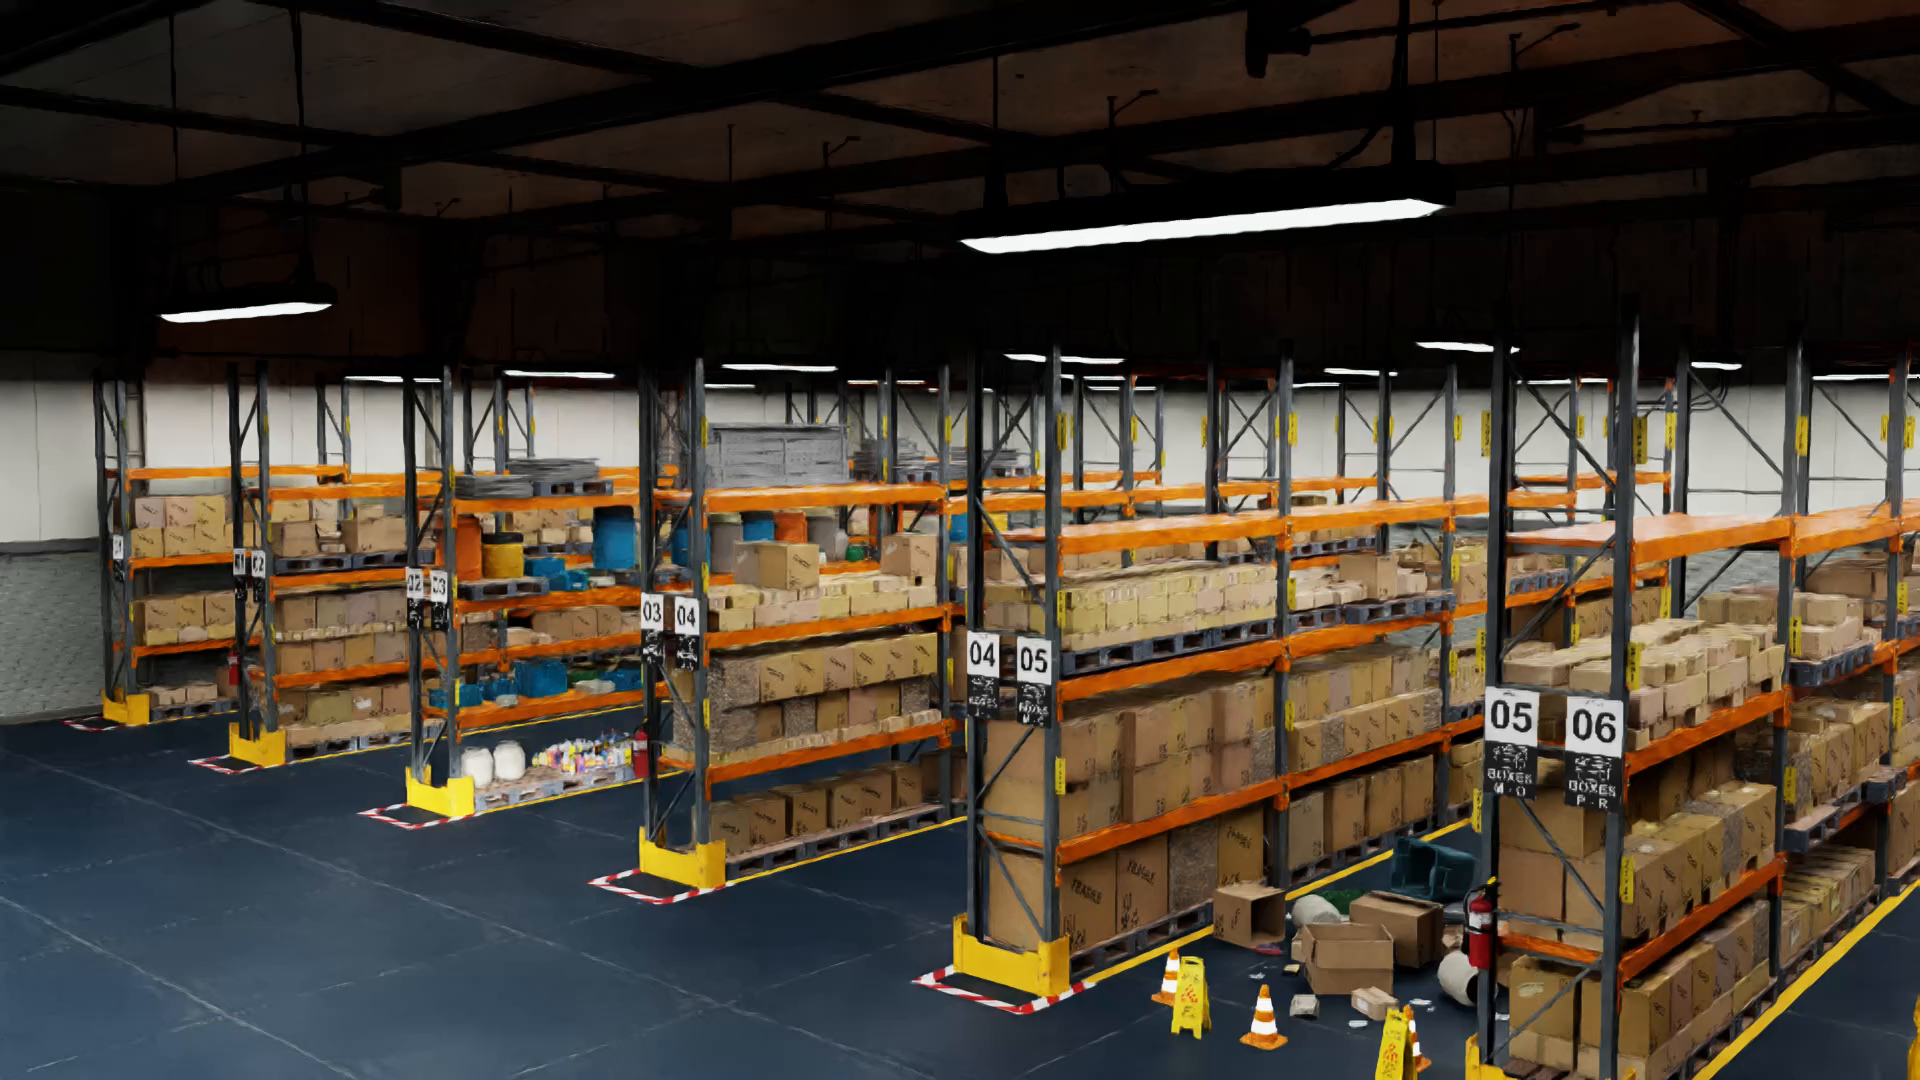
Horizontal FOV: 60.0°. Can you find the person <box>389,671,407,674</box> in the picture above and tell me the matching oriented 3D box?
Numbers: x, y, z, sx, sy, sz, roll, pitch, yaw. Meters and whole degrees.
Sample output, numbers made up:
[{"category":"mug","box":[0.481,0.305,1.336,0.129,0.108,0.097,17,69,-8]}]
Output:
[{"category":"person","box":[-9.697,2.277,28.544,0.625,1.596,0.517,3,5,39]}]
